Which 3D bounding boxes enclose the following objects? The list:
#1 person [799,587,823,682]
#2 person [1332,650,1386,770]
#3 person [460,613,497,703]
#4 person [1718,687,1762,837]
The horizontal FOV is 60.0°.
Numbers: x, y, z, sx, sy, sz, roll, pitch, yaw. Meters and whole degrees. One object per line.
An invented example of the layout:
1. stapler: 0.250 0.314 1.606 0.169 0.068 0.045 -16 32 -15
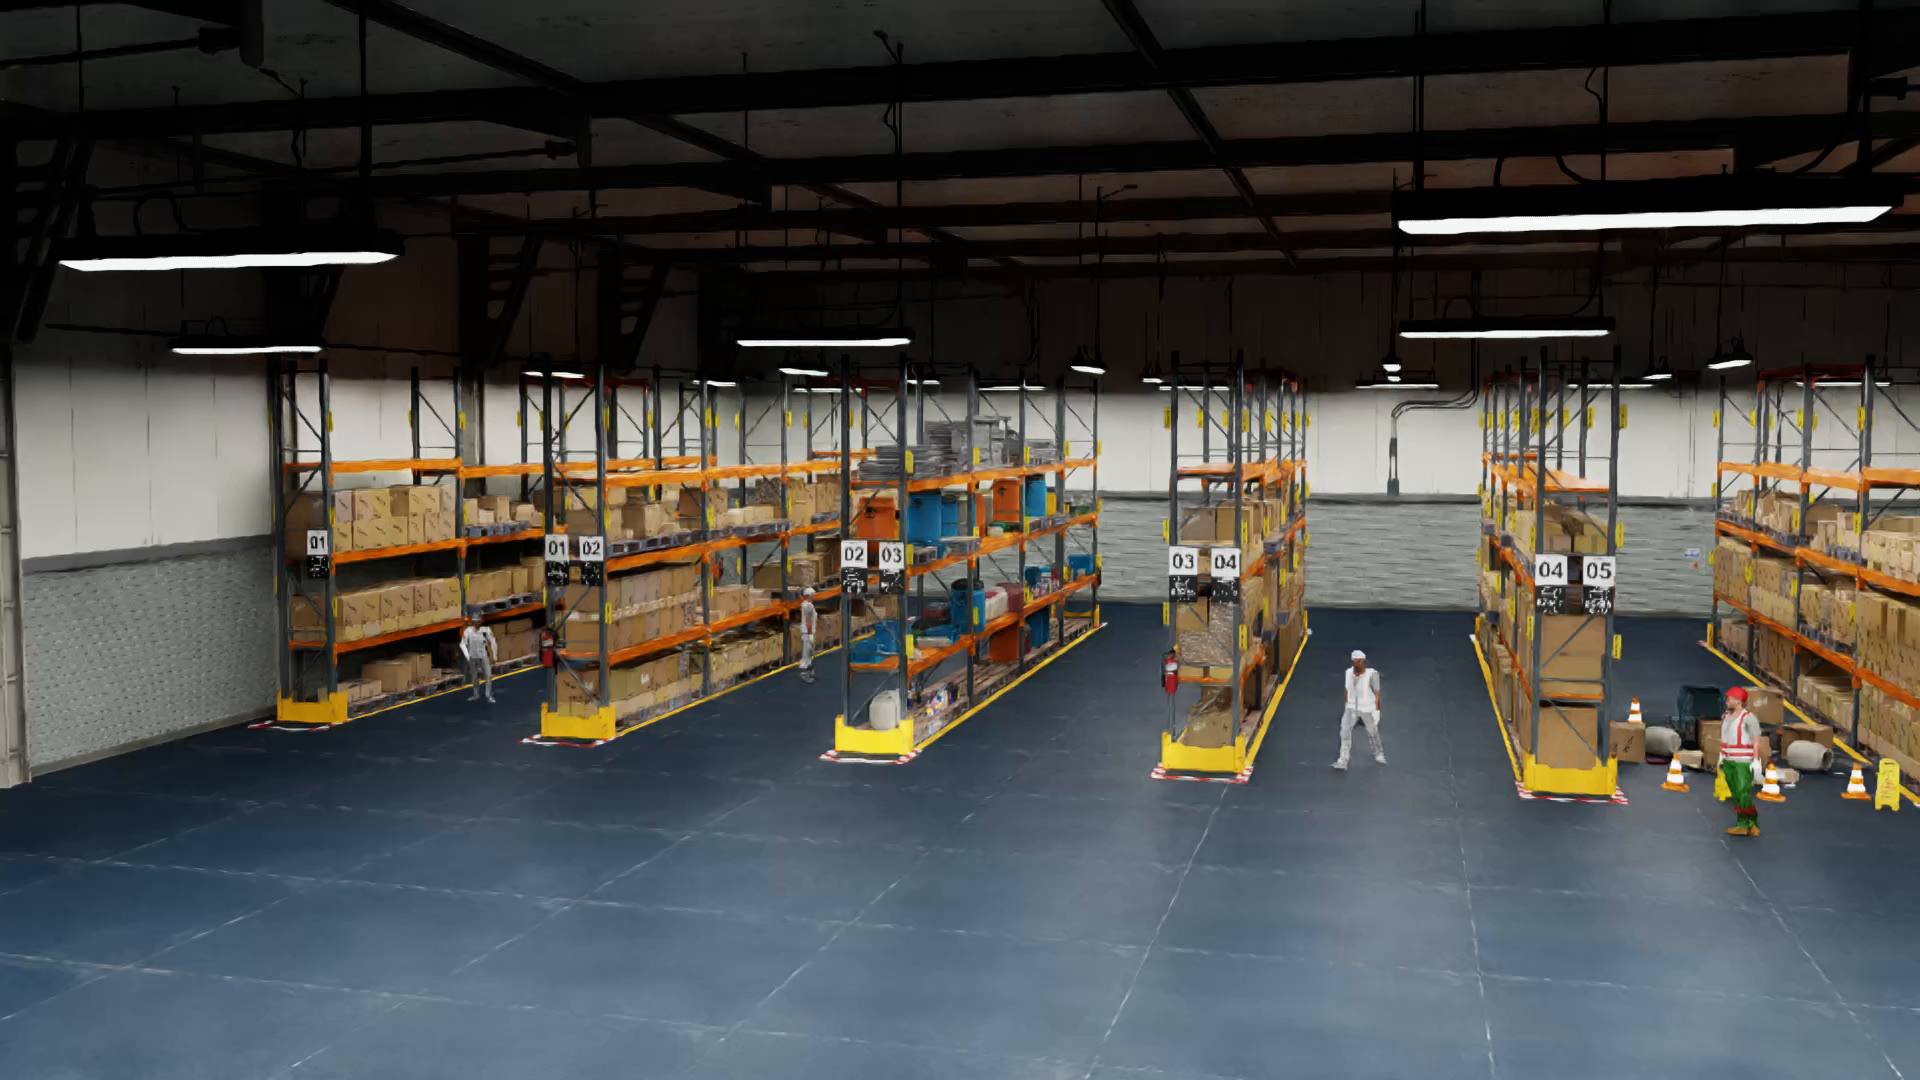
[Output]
1. person: -2.853 1.797 31.864 0.468 1.794 0.625 -1 4 -10
2. person: 5.769 2.426 23.920 0.608 1.736 0.984 3 5 37
3. person: -8.503 2.073 29.449 0.638 1.615 0.774 0 4 -5
4. person: 9.398 2.629 20.036 0.363 1.724 0.602 -1 4 -19
